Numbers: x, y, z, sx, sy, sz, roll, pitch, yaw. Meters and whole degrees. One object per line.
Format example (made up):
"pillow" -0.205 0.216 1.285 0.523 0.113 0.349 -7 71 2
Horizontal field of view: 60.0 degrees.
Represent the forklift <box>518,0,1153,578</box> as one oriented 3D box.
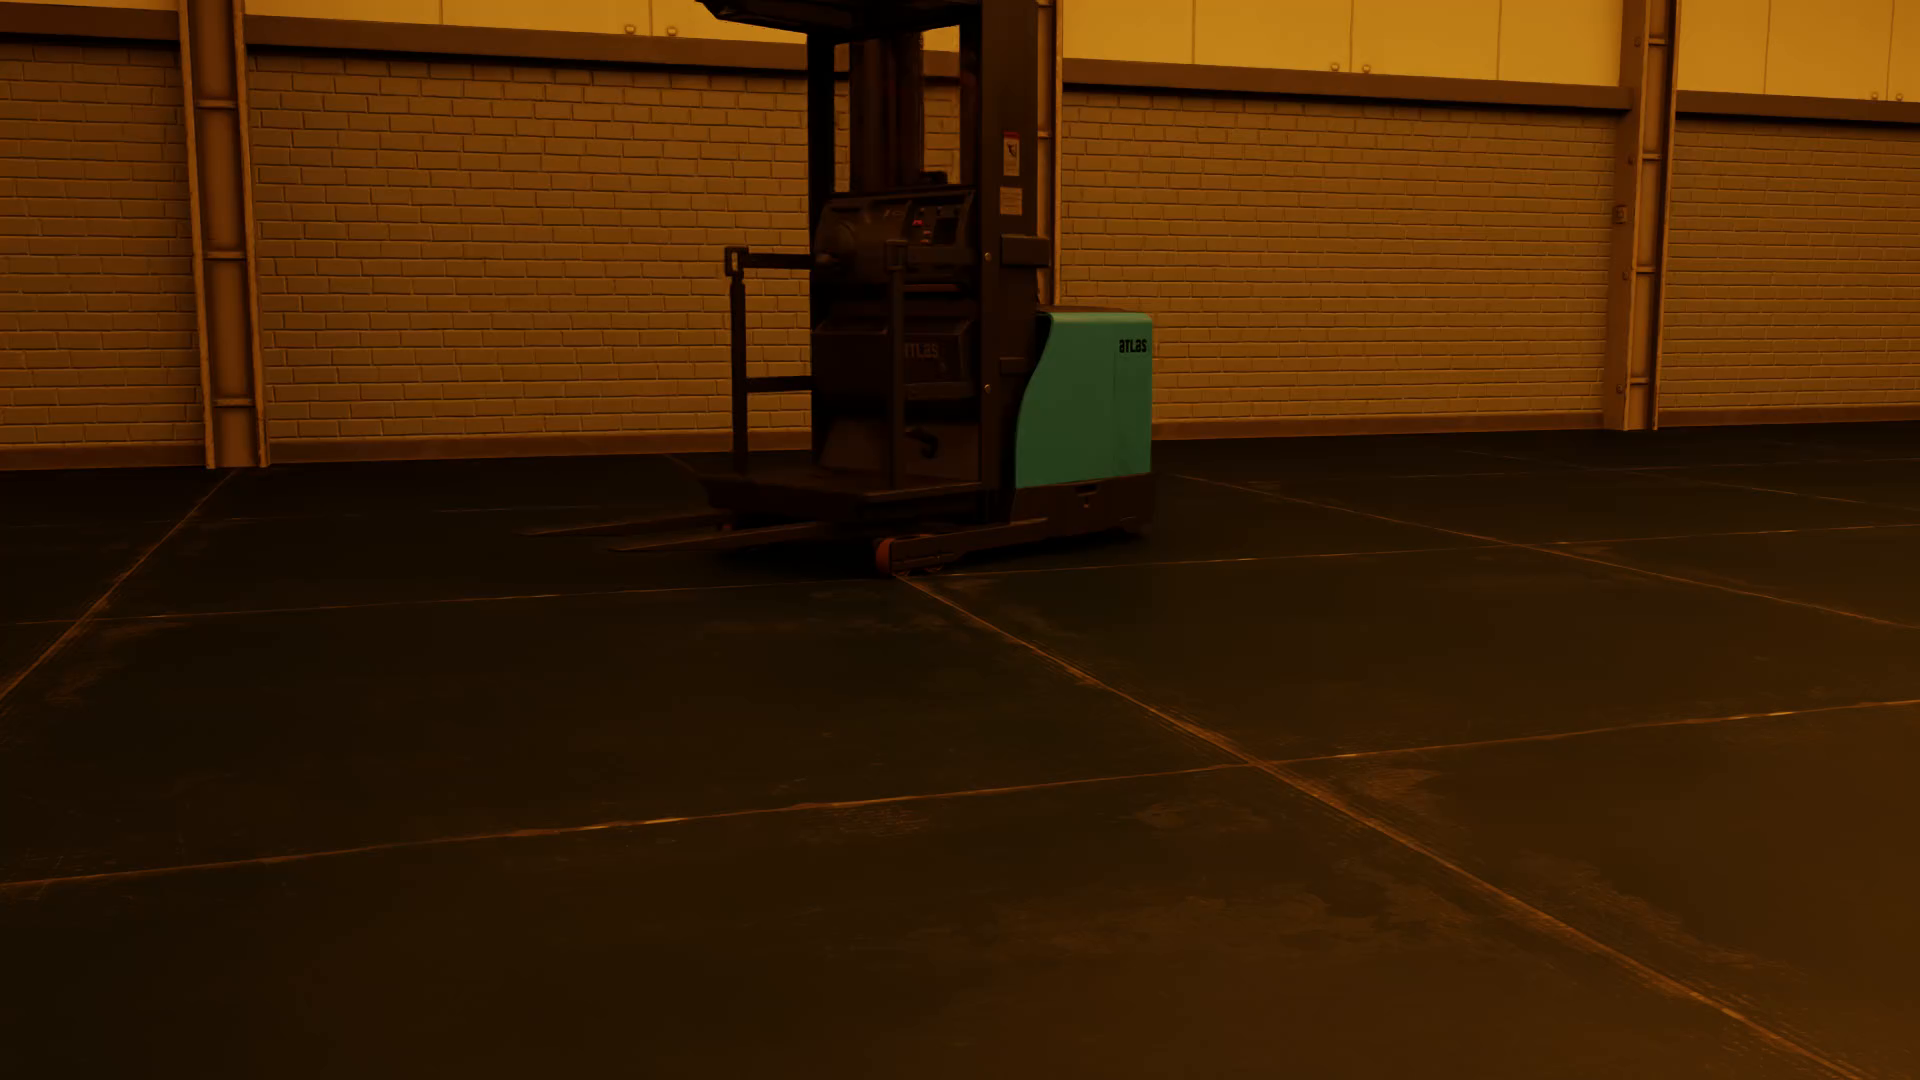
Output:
"forklift" -0.439 -1.373 7.141 1.130 2.935 3.031 7 11 43
